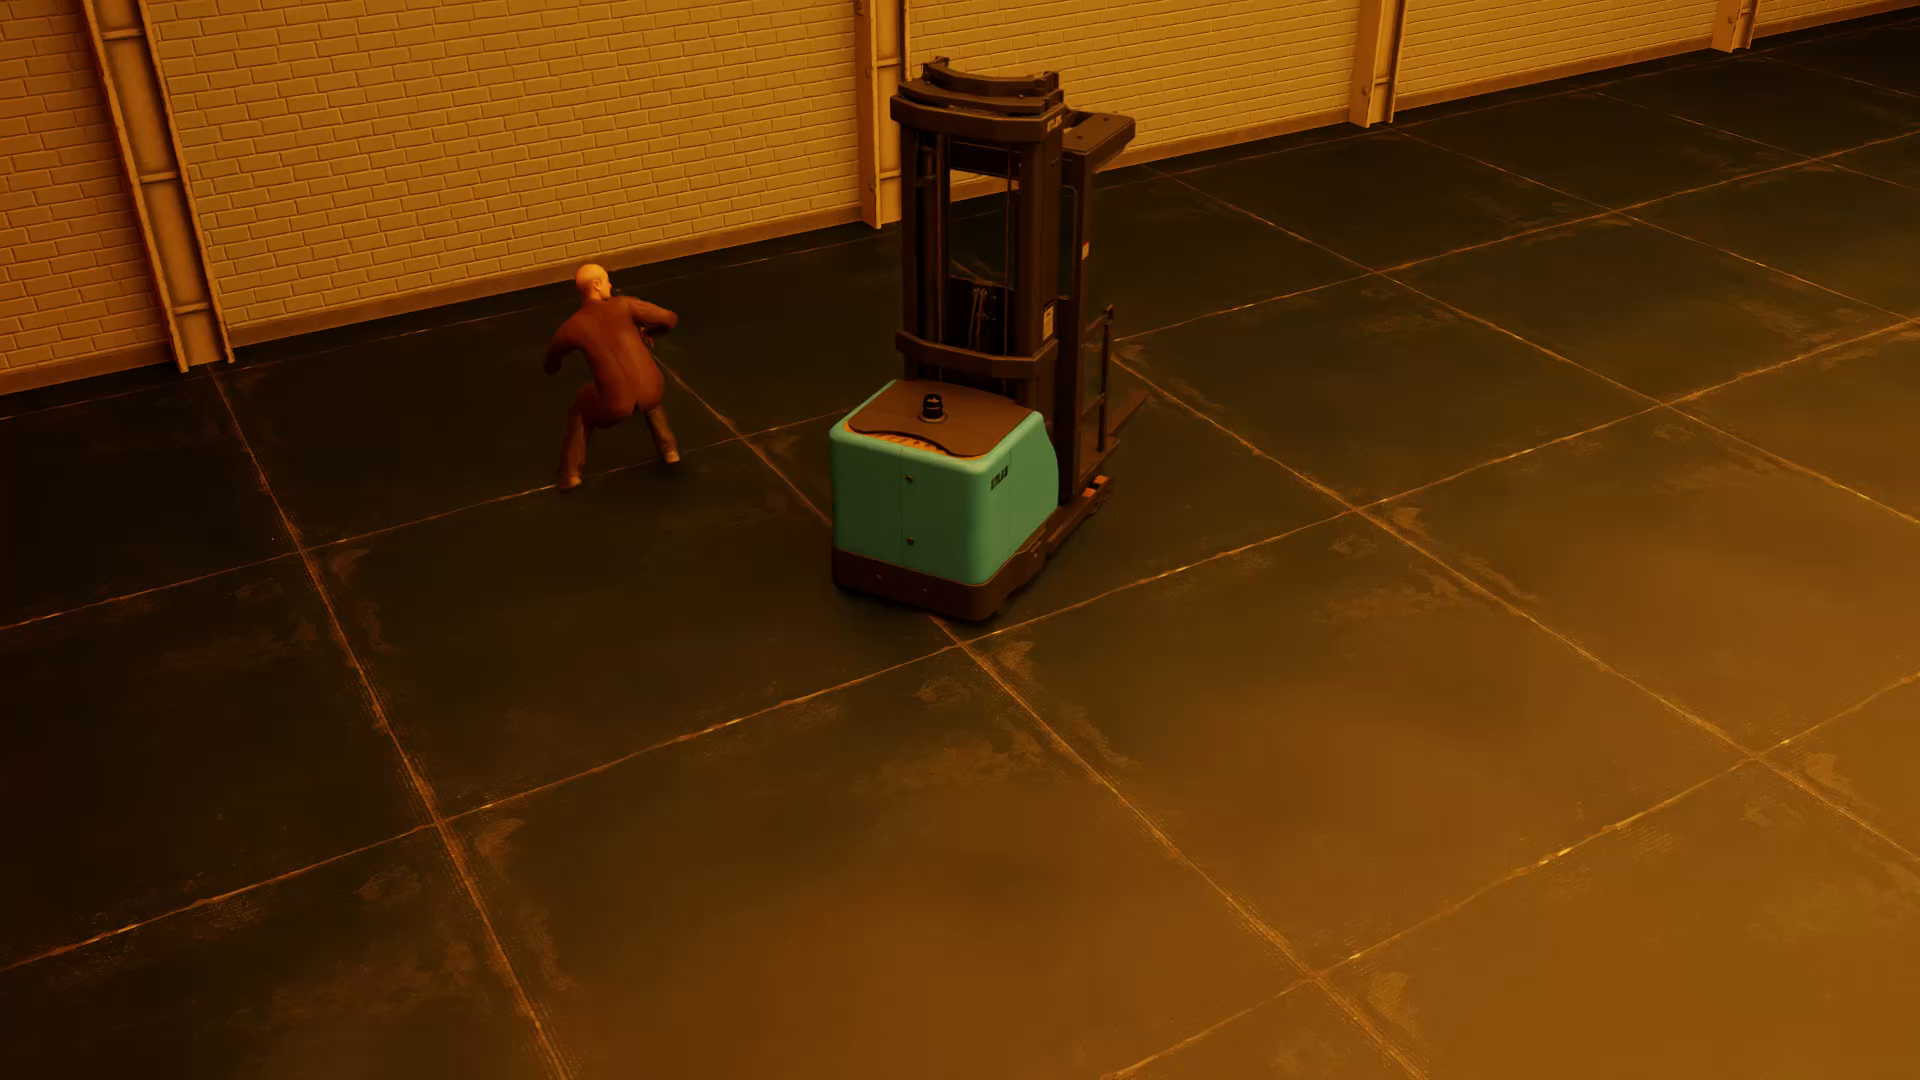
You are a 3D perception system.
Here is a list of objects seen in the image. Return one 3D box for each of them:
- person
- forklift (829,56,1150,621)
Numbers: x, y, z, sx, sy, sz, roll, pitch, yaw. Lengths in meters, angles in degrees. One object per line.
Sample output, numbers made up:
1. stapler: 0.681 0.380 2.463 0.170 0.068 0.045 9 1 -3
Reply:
1. person: -2.292 -1.082 10.904 0.879 1.547 0.849 -10 32 -16
2. forklift: 0.359 -1.524 10.192 1.130 2.935 3.031 15 34 23
